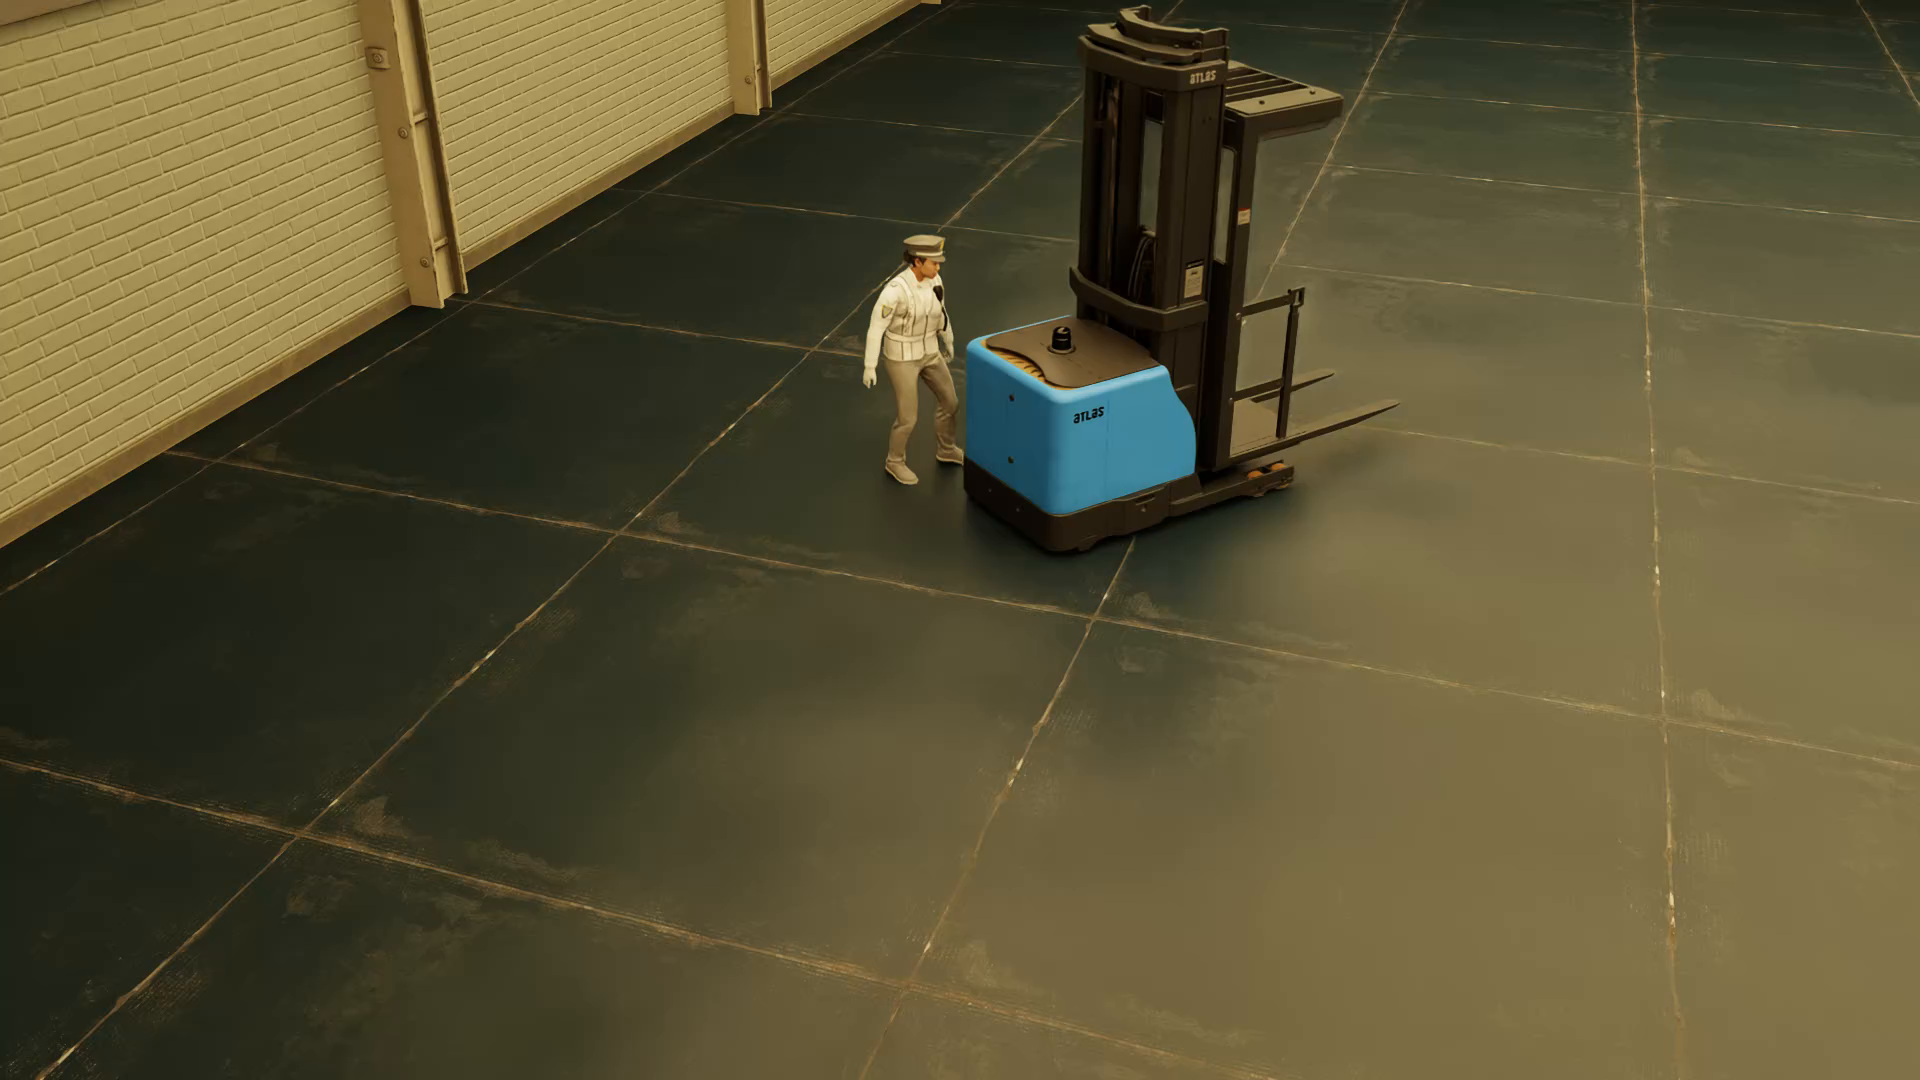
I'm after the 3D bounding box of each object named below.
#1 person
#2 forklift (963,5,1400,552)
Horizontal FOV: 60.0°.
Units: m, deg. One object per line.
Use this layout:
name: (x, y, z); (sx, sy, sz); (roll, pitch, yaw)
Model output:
person: (-0.250, -1.148, 10.471); (0.788, 1.639, 0.382); (-25, 38, -37)
forklift: (1.537, -1.747, 10.201); (3.031, 2.935, 1.130); (-18, 34, -28)
